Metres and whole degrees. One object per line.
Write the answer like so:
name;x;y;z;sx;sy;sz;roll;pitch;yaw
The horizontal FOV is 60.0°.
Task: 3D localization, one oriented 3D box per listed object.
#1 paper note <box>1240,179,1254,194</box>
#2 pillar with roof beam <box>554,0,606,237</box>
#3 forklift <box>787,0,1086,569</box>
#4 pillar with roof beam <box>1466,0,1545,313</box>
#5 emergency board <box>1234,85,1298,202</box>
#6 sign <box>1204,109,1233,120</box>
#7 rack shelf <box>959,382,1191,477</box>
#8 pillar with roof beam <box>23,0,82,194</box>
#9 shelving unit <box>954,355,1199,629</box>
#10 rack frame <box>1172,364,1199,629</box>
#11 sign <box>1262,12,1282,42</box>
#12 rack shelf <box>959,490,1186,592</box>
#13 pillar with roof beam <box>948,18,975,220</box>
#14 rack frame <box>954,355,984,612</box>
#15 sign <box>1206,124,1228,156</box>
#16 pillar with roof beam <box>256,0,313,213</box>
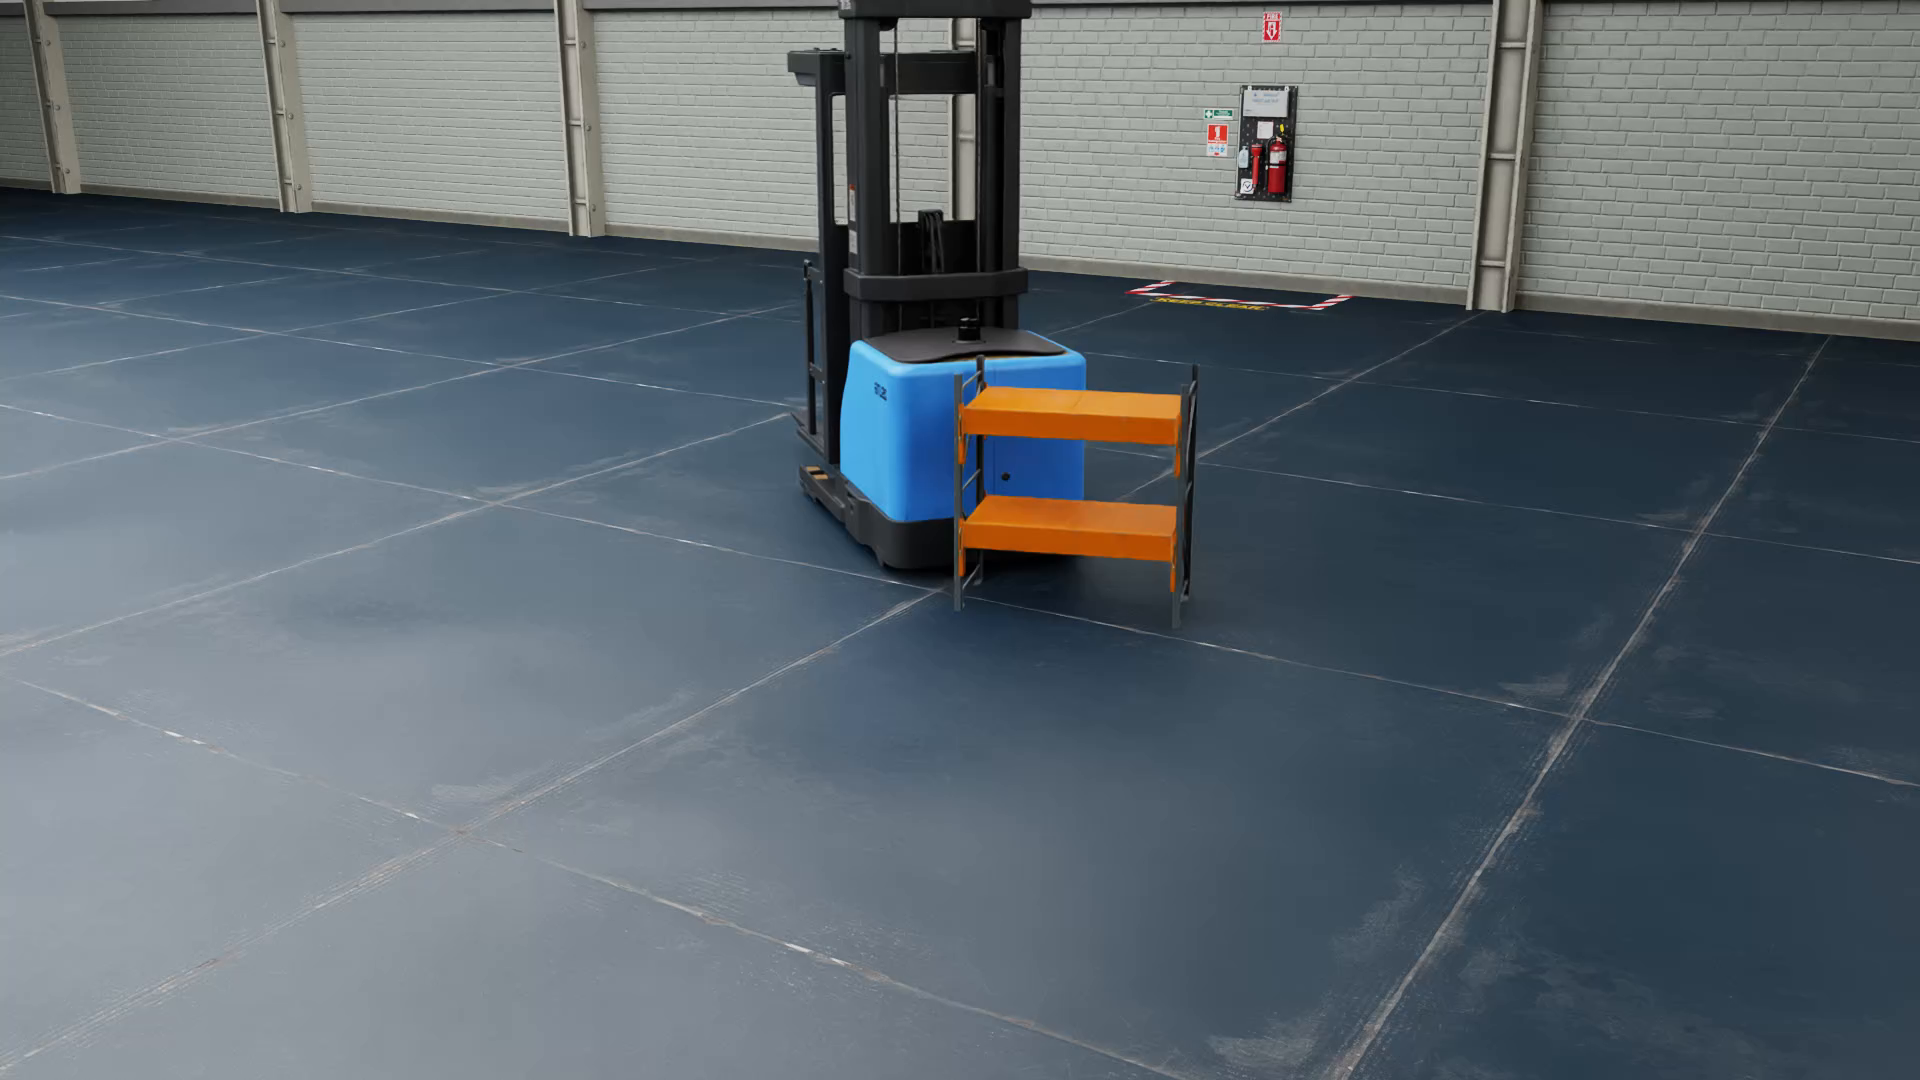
paper note;3.020;-3.718;17.477;0.142;0.148;0.016;10;20;30
pillar with roof beam;-7.258;-7.340;17.563;0.400;9.000;9.100;10;20;30
forklift;-0.306;-1.648;9.262;1.130;2.935;3.031;-6;18;-18
pillar with roof beam;2.968;-5.515;11.554;0.400;9.000;9.100;10;20;30
emergency board;3.135;-4.096;17.204;0.643;1.169;0.194;10;20;30
sign;2.717;-4.473;17.473;0.331;0.109;0.001;10;20;30
rack shelf;0.540;-0.518;7.644;1.000;0.278;0.538;4;17;13
pillar with roof beam;-17.483;-9.165;23.572;0.400;9.000;9.100;10;20;30
shelving unit;0.540;-0.238;7.729;1.048;1.125;0.538;4;17;13
rack frame;1.035;-0.204;7.618;0.032;1.125;0.500;4;17;13
sign;3.180;-5.231;16.953;0.199;0.298;0.001;10;20;30
rack shelf;0.540;-0.004;7.800;1.000;0.278;0.538;4;17;13
pillar with roof beam;-2.145;-6.427;14.558;0.400;9.000;9.100;10;20;30
rack frame;0.045;-0.272;7.840;0.032;1.125;0.500;4;17;13
sign;2.718;-4.223;17.560;0.234;0.329;0.001;10;20;30
pillar with roof beam;-12.370;-8.253;20.567;0.400;9.000;9.100;10;20;30
